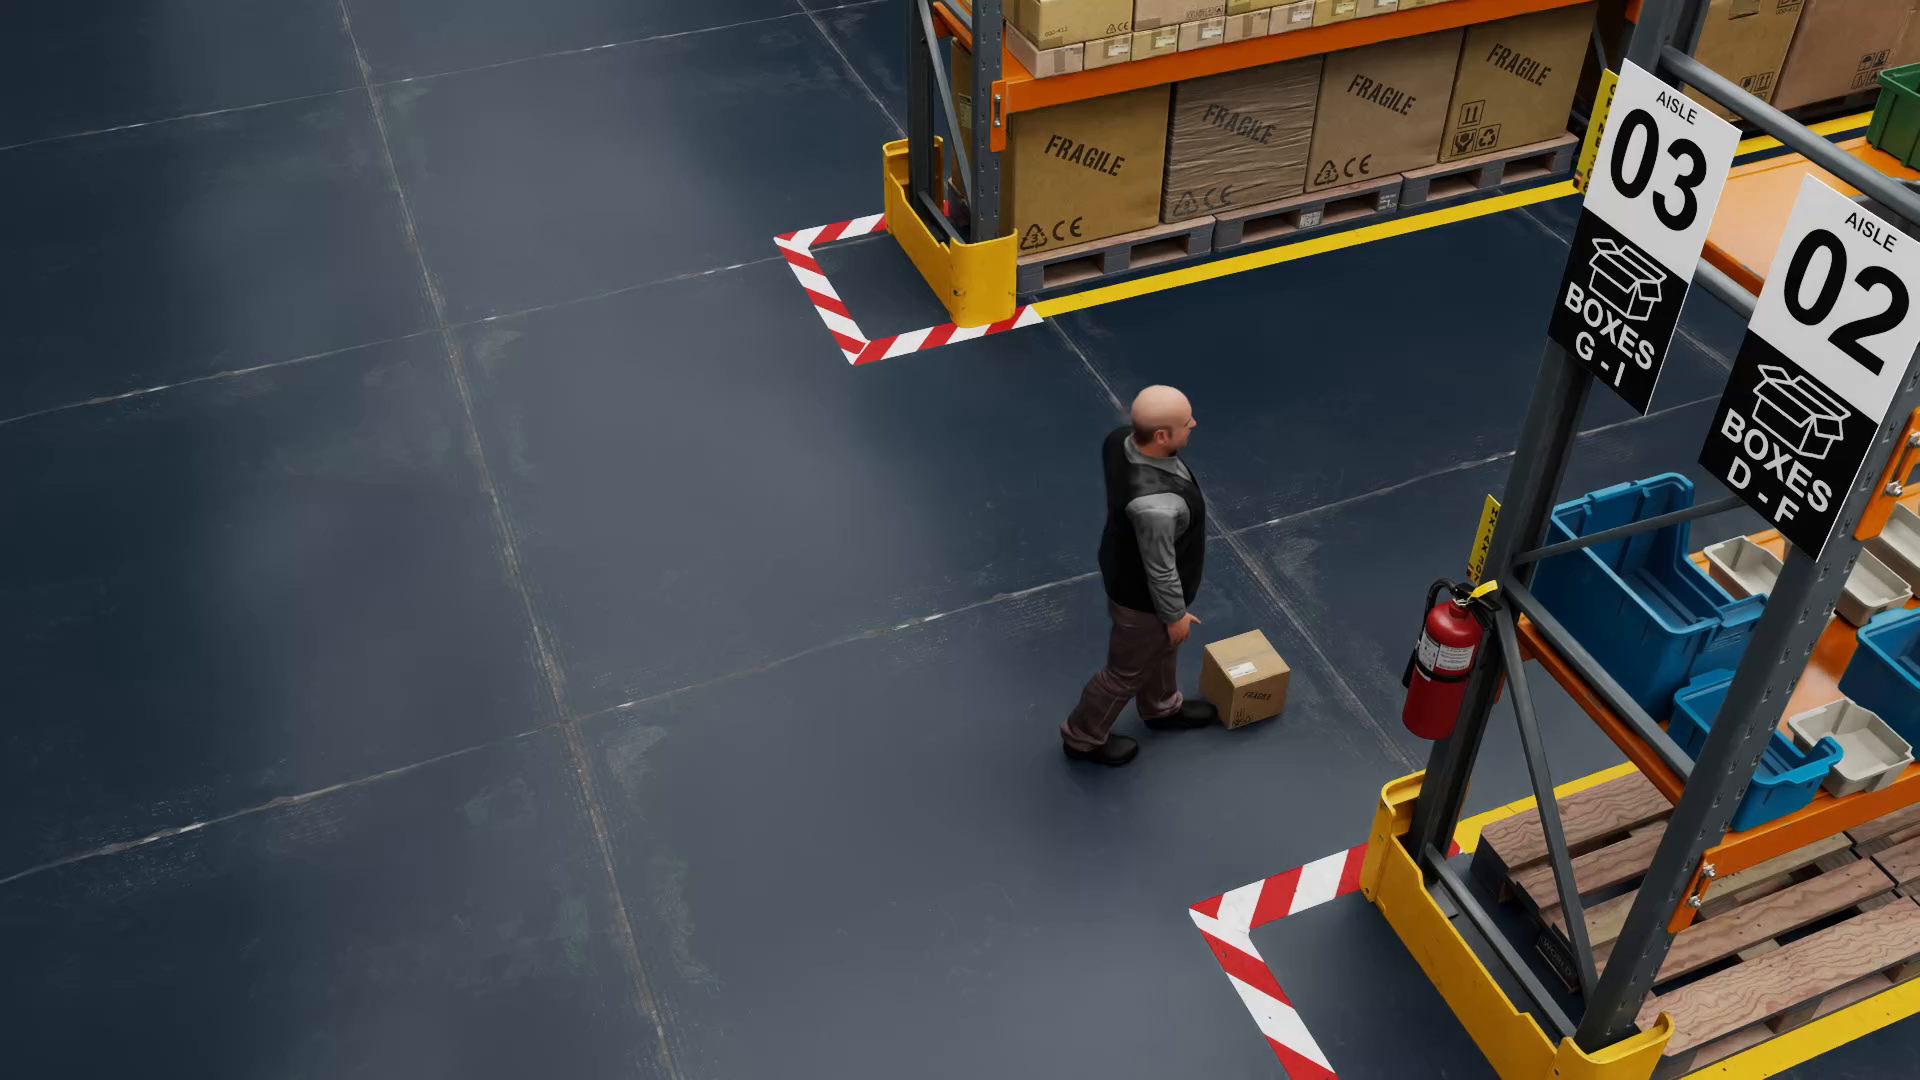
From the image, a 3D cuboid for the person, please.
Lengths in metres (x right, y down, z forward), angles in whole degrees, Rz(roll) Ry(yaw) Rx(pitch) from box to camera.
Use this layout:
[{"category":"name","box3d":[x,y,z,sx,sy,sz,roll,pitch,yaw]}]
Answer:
[{"category":"person","box3d":[0.710,0.151,5.997,0.655,1.719,0.544,-3,42,-3]}]
